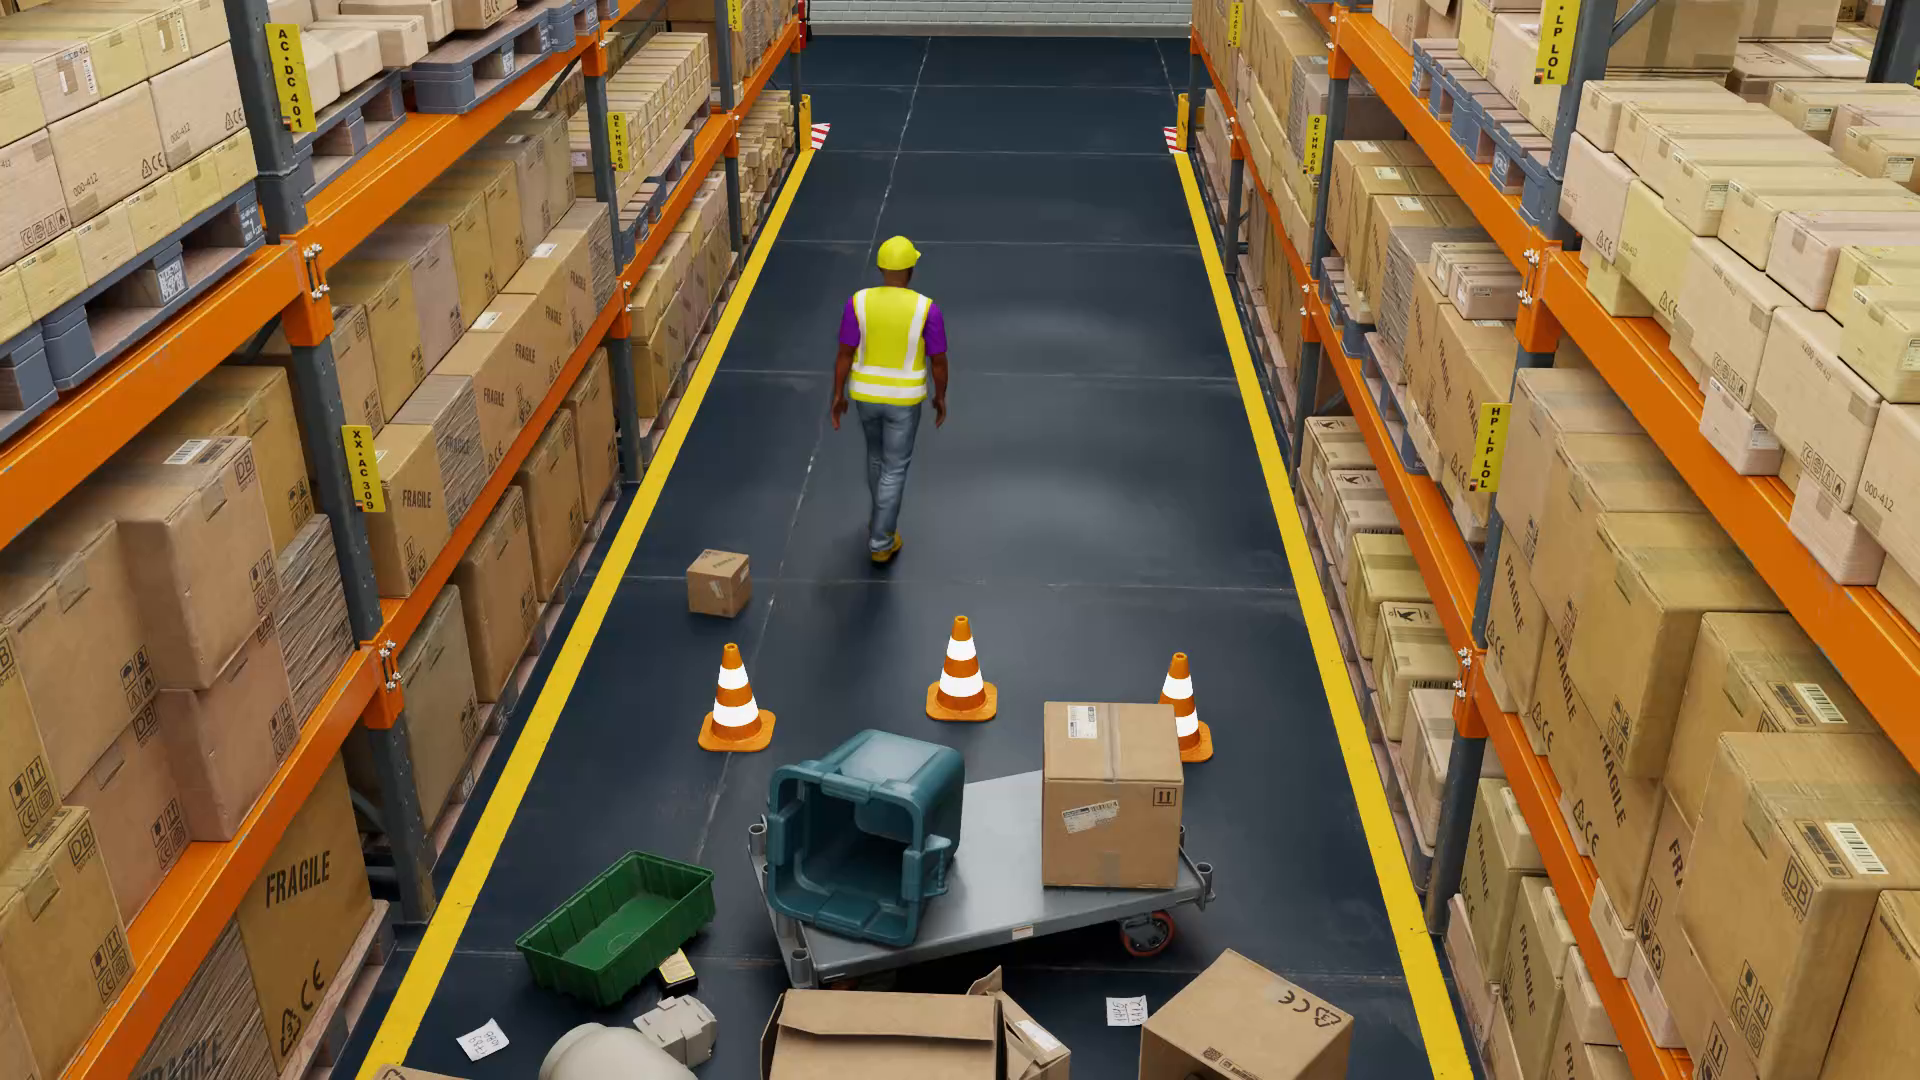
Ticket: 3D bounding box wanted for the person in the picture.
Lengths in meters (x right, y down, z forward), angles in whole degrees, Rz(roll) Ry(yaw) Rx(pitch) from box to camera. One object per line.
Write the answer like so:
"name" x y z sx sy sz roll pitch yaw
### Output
"person" -0.367 -0.762 9.064 0.606 1.783 0.718 8 29 14
